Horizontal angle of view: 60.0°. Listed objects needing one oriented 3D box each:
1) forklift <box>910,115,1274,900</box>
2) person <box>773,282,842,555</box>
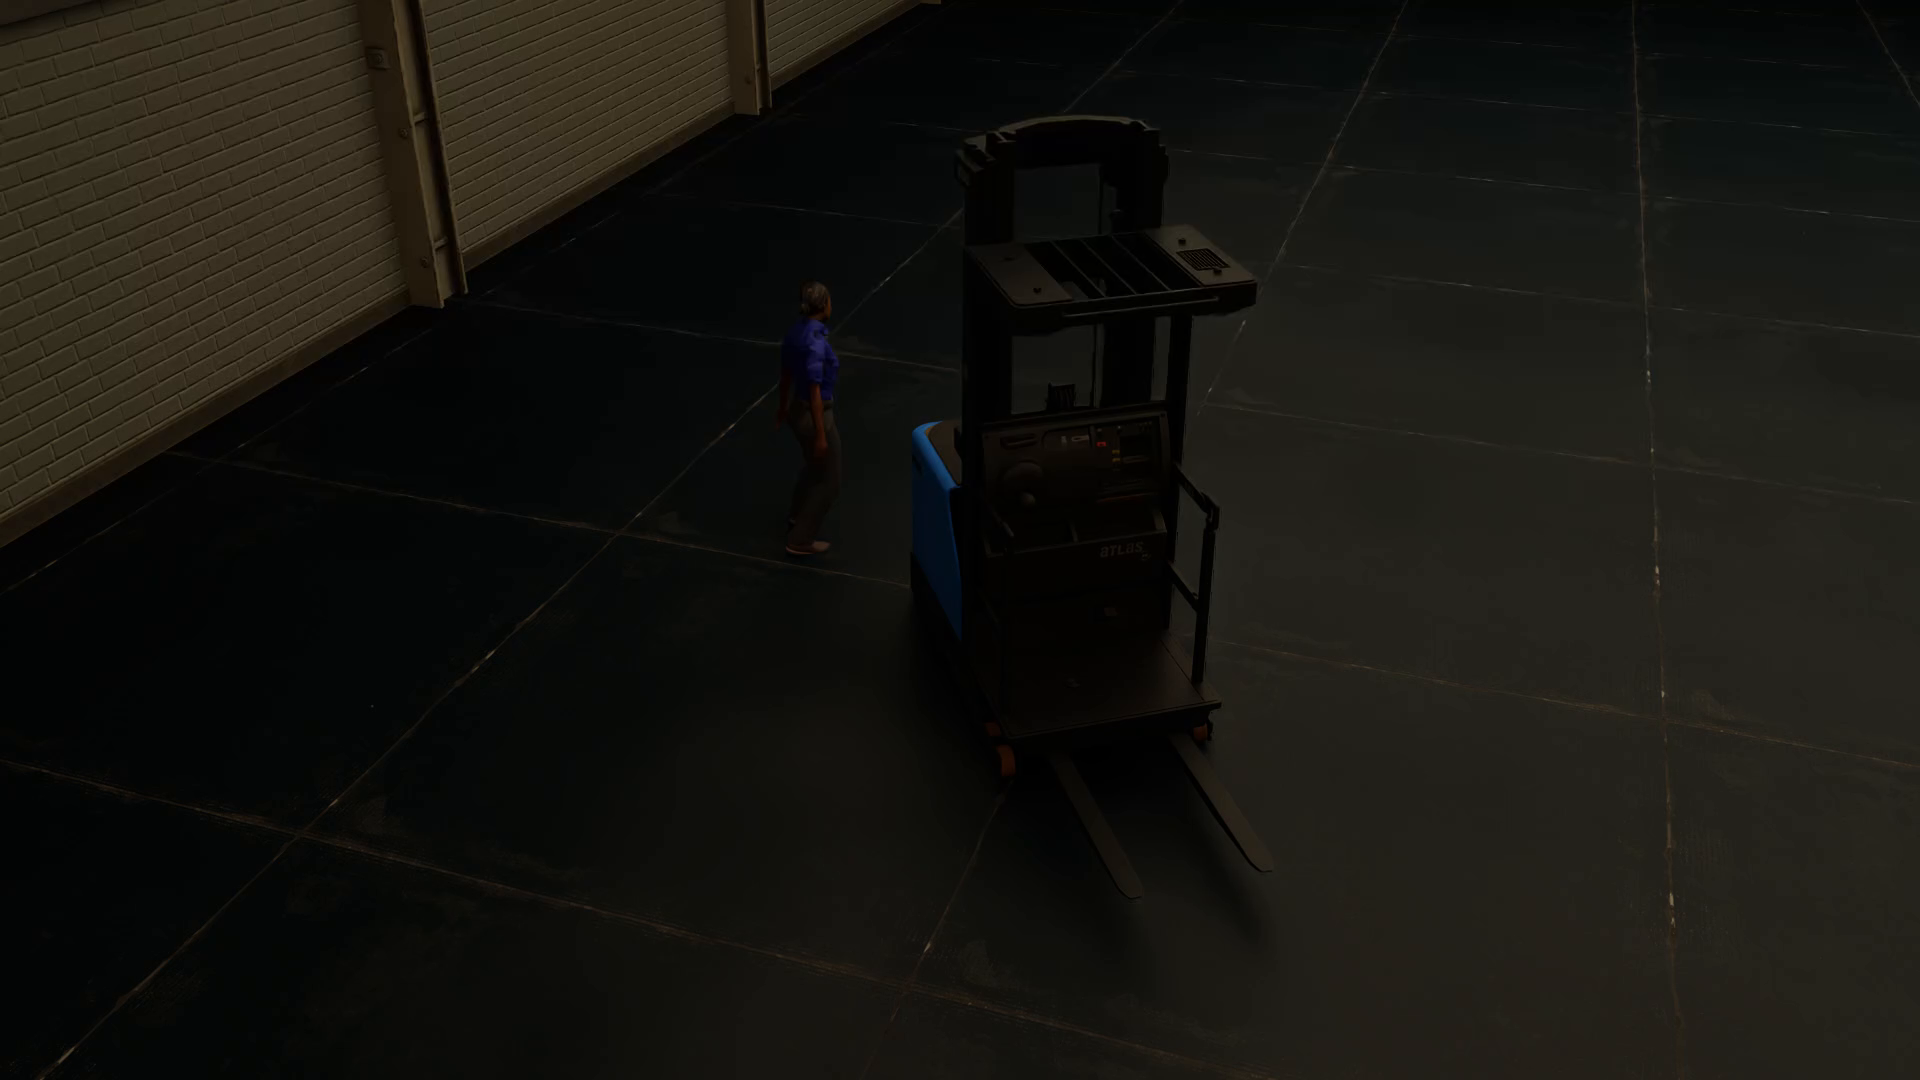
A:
[{"bbox_3d":[0.616,-0.335,7.725,1.130,2.935,3.031,-8,31,-14],"label":"forklift"},{"bbox_3d":[-0.901,-0.700,9.745,0.408,1.634,0.812,-10,31,-18],"label":"person"}]
